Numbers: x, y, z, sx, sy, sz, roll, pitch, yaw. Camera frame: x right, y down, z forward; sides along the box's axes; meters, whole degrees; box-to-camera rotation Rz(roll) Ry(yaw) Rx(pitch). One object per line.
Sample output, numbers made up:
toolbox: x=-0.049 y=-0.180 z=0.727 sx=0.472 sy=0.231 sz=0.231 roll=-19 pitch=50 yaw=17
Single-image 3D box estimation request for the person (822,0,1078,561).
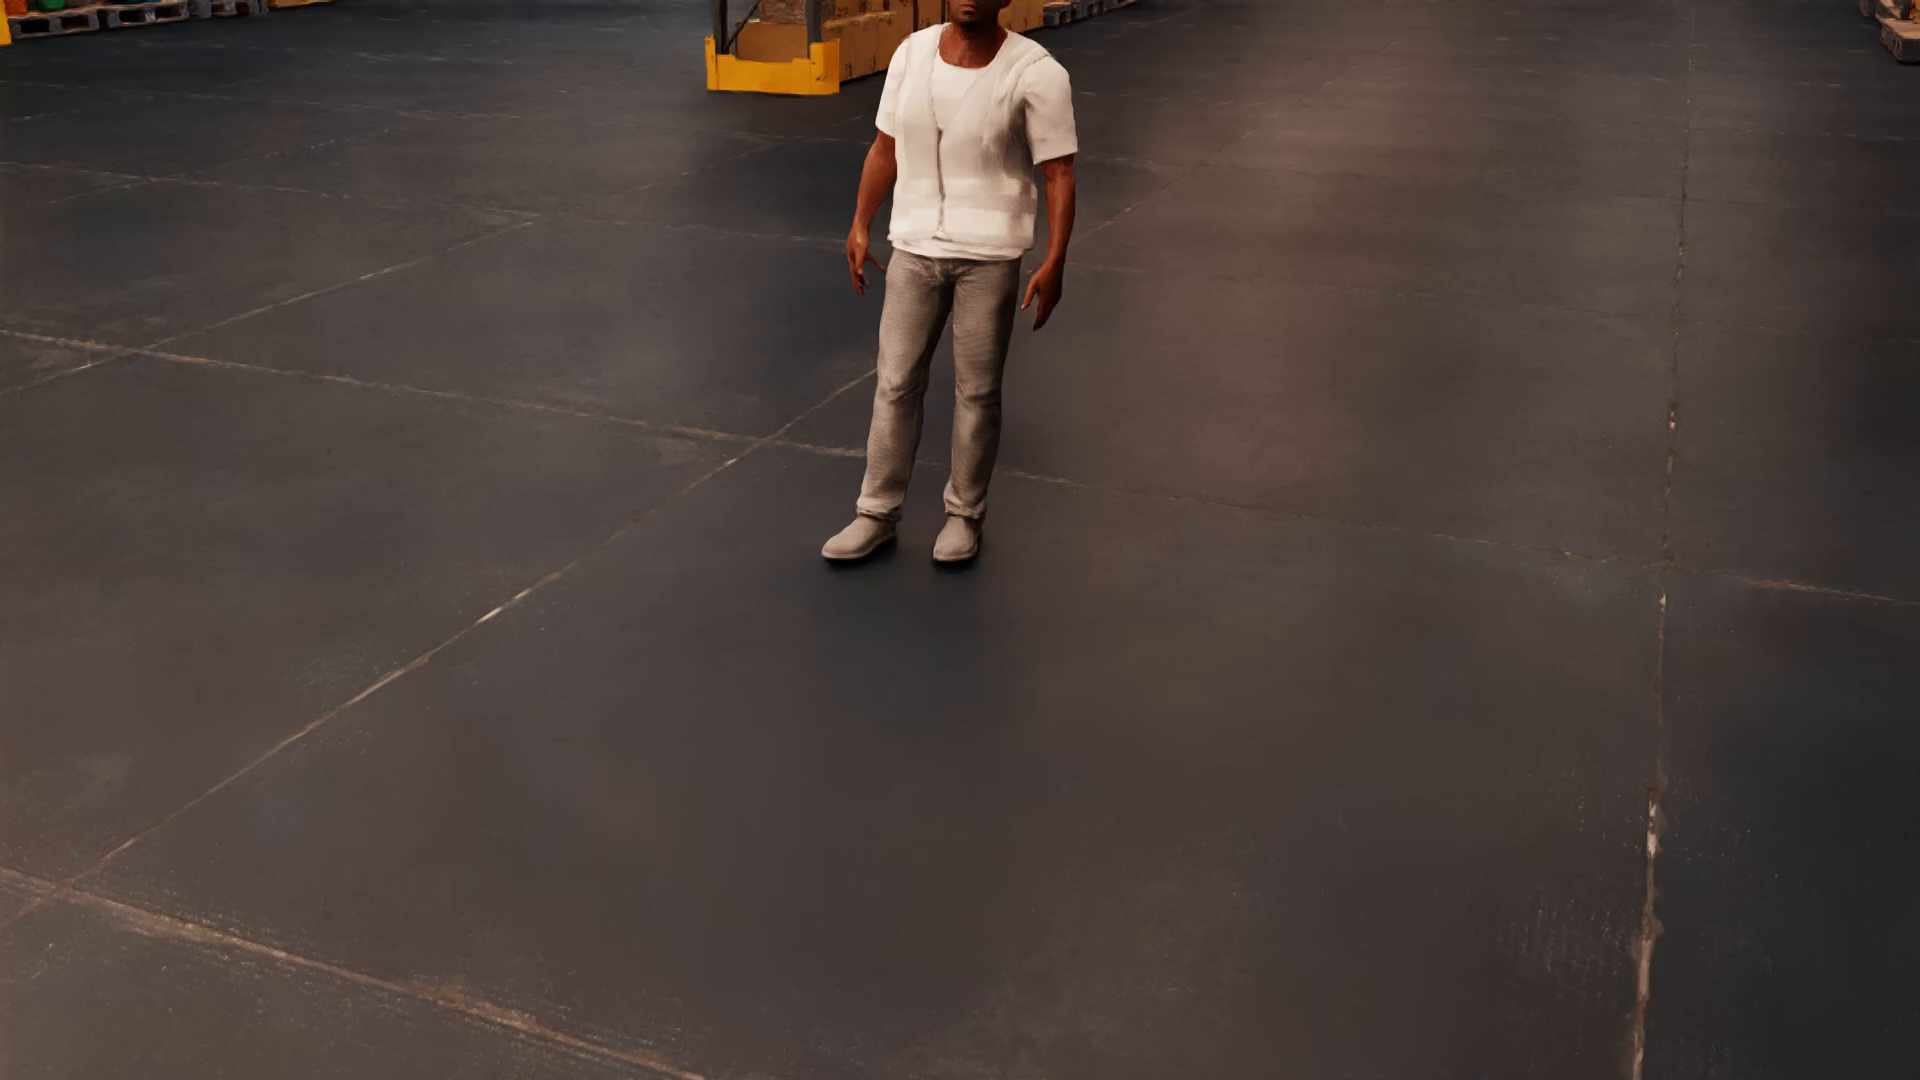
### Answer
person: x=-0.032 y=-0.797 z=4.692 sx=0.665 sy=1.766 sz=0.576 roll=9 pitch=24 yaw=21
